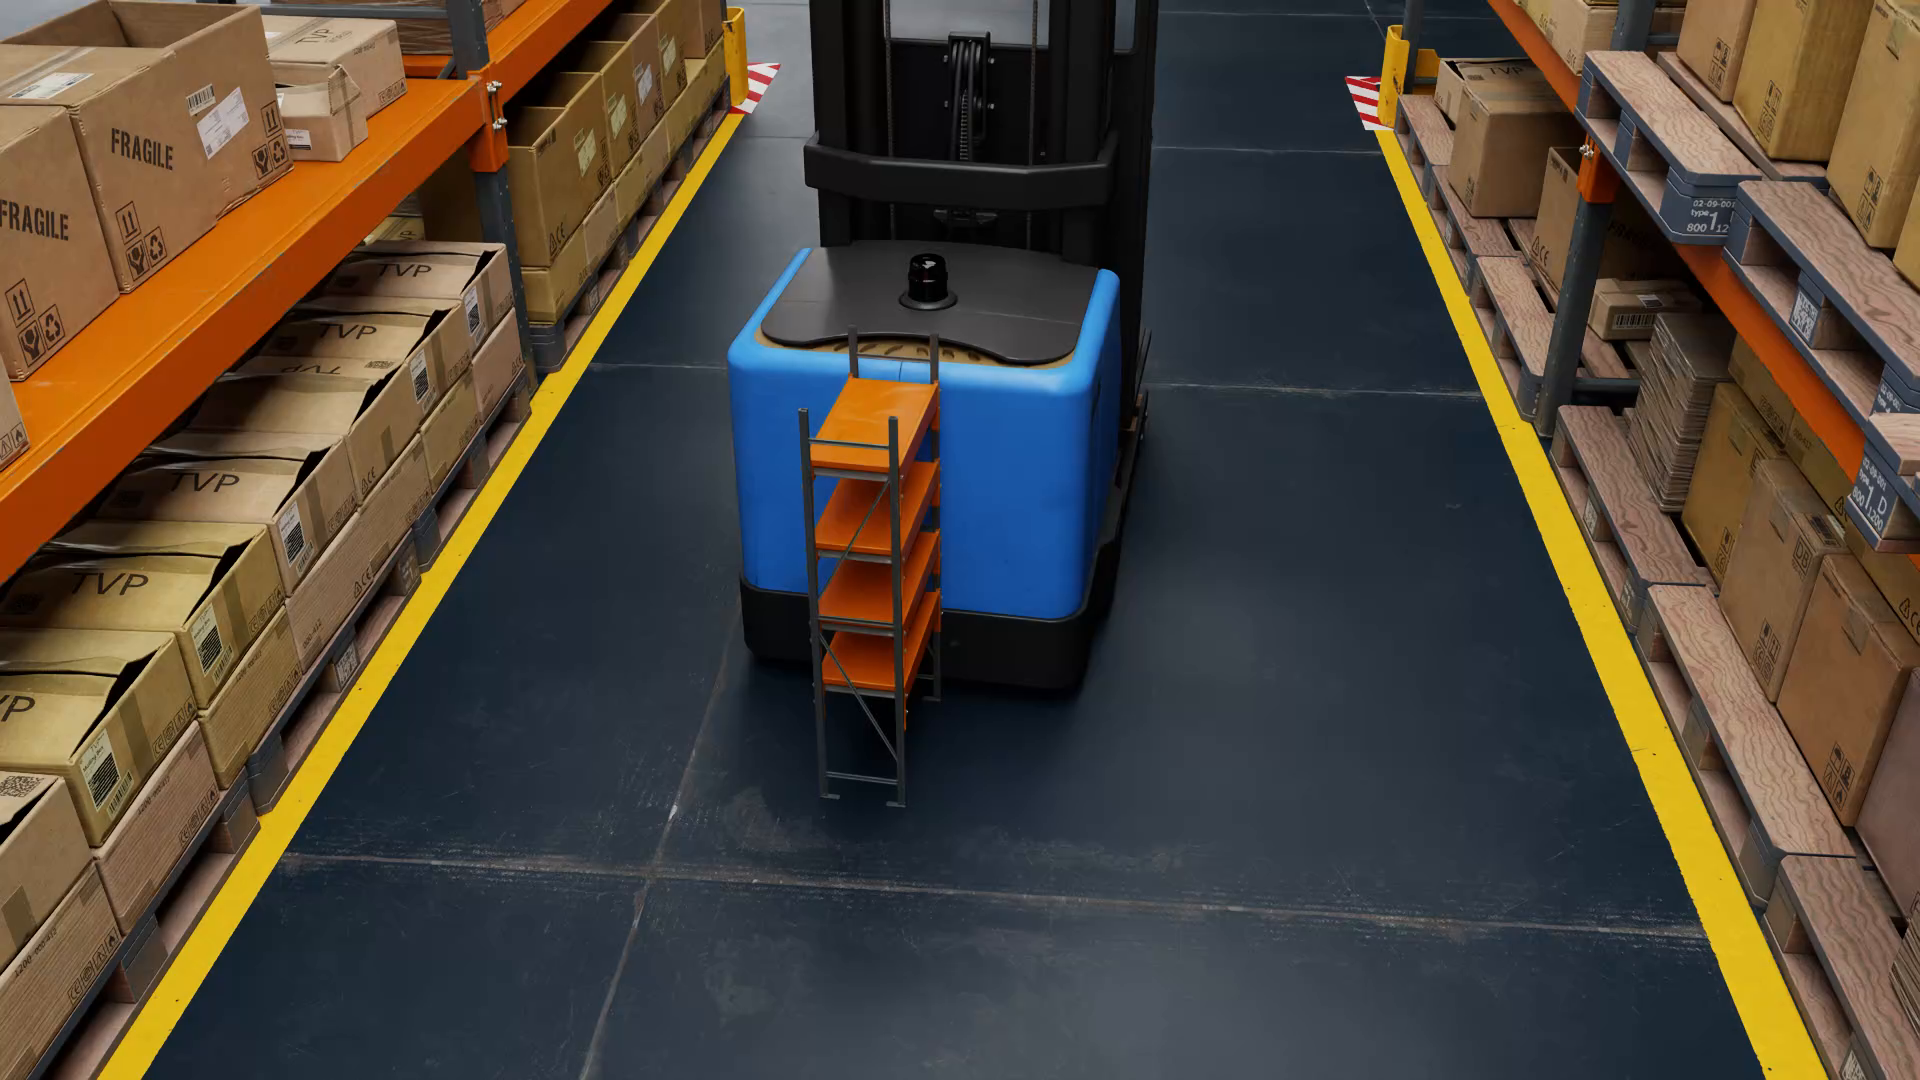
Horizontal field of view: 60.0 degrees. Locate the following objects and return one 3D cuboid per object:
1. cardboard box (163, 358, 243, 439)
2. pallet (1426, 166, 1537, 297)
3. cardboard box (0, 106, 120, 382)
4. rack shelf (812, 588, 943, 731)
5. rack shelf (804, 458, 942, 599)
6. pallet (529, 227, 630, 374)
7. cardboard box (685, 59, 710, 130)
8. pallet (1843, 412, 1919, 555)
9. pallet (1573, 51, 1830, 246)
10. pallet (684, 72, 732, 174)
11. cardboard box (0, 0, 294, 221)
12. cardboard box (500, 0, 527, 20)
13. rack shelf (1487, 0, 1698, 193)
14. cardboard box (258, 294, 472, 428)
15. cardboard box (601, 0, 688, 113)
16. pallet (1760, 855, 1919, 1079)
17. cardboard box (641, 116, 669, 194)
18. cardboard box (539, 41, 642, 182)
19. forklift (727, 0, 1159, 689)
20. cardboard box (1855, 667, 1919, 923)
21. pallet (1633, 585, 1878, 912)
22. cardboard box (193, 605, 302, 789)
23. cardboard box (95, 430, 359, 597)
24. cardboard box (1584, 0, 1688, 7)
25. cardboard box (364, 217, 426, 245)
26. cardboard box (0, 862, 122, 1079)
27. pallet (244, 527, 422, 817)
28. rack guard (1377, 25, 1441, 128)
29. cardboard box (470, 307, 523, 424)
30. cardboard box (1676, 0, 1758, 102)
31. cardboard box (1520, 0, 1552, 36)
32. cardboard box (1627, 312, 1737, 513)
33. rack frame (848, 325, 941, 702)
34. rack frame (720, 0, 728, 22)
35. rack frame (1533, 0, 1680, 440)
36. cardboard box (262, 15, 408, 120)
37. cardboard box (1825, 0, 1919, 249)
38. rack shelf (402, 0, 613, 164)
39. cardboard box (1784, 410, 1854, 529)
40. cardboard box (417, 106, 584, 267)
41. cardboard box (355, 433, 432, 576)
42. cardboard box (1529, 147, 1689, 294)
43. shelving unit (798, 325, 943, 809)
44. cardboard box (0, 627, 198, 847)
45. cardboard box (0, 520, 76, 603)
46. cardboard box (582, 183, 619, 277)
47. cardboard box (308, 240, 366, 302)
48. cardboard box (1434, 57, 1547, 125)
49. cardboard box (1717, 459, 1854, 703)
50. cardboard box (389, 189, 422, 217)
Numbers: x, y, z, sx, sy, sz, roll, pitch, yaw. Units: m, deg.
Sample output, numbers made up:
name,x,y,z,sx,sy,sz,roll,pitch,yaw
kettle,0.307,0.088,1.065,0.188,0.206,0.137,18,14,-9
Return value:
name,x,y,z,sx,sy,sz,roll,pitch,yaw
cardboard box,-2.581,-0.392,5.214,0.500,0.311,0.500,1,32,2
pallet,2.841,-1.479,7.948,1.003,0.211,1.213,2,32,4
cardboard box,-2.418,-0.712,3.951,0.500,0.500,0.500,1,32,1
rack shelf,-0.221,0.311,4.609,0.258,0.148,0.480,6,32,9
rack shelf,-0.221,-0.049,4.387,0.258,0.148,0.480,6,32,9
pallet,-2.106,-1.110,7.350,1.003,0.211,1.213,2,32,4
cardboard box,-1.665,-2.428,9.051,0.500,0.250,0.500,2,32,4
pallet,2.351,0.123,2.875,1.213,0.211,1.003,2,32,4
pallet,2.518,-1.198,5.018,1.003,0.211,1.213,2,32,4
pallet,-1.907,-2.386,9.420,1.003,0.211,1.213,2,32,4
cardboard box,-2.334,-1.249,4.823,0.500,0.500,0.500,5,32,8
cardboard box,-2.146,-2.434,6.745,0.700,0.500,0.500,2,32,3
rack shelf,2.888,-2.413,7.492,1.077,0.370,4.000,2,32,4
cardboard box,-1.996,-0.634,5.605,0.500,0.311,0.500,3,32,5
cardboard box,-1.701,-2.486,8.430,0.500,0.500,0.500,2,32,4
pallet,2.464,1.197,3.607,1.003,0.211,1.213,2,32,4
cardboard box,-1.746,-1.905,8.203,0.500,0.250,0.500,2,32,4
cardboard box,-1.782,-1.963,7.581,0.500,0.500,0.500,2,32,4
forklift,0.116,-1.570,5.504,1.130,2.935,3.031,6,32,9
cardboard box,2.564,0.652,3.796,0.700,0.500,0.500,2,32,4
pallet,2.566,0.560,4.639,1.003,0.211,1.213,2,32,4
cardboard box,-2.127,0.404,4.456,0.500,0.250,0.500,2,32,3
cardboard box,-2.083,-0.110,4.756,0.500,0.311,0.500,2,32,3
cardboard box,2.455,-2.198,5.866,0.500,0.500,0.500,2,32,4
cardboard box,-2.393,-1.143,6.966,0.500,0.250,0.500,2,32,4
cardboard box,-2.203,0.939,3.588,0.500,0.250,0.500,2,32,4
pallet,-2.330,0.331,5.012,1.003,0.211,1.213,2,32,4
rack guard,3.044,-2.661,9.592,1.175,0.500,0.348,2,32,4
cardboard box,-1.957,-0.662,6.186,0.500,0.250,0.500,2,32,4
cardboard box,2.650,-1.639,5.035,0.700,0.500,0.500,3,32,4
cardboard box,2.510,-2.139,6.486,0.500,0.250,0.500,3,32,4
cardboard box,2.682,-0.411,5.521,0.700,0.500,0.500,3,32,6
rack frame,-0.175,-0.041,4.674,0.240,1.200,0.015,6,32,9
rack frame,-1.887,-3.975,9.341,1.000,3.000,0.127,2,32,4
rack frame,2.725,-1.673,5.606,1.000,3.000,0.127,2,32,4
cardboard box,-2.209,-1.560,5.565,0.500,0.250,0.500,4,32,7
cardboard box,2.574,-1.001,4.001,0.700,0.500,0.500,7,32,11
rack shelf,-2.050,-2.623,7.832,1.077,0.370,4.000,2,32,4
cardboard box,2.611,-0.228,4.509,0.500,0.250,0.500,2,32,3
cardboard box,-1.863,-1.440,6.733,0.500,0.500,0.500,2,32,4
cardboard box,-2.042,-0.130,5.323,0.500,0.250,0.500,3,32,5
cardboard box,2.770,-1.341,7.030,0.500,0.500,0.500,0,32,0
shelving unit,-0.221,0.084,4.470,0.258,1.200,0.503,6,32,9
cardboard box,-2.169,0.425,3.887,0.500,0.311,0.500,2,32,3
cardboard box,-2.661,0.141,4.348,0.500,0.311,0.500,2,32,4
cardboard box,-1.827,-1.382,7.354,0.500,0.250,0.500,2,32,4
cardboard box,-2.495,-0.925,6.077,0.500,0.311,0.500,3,32,4
cardboard box,2.905,-2.450,9.010,0.500,0.311,0.500,-1,32,-2
cardboard box,2.608,0.126,4.649,0.700,0.500,0.500,3,32,5
cardboard box,-2.340,-1.723,7.193,0.500,0.500,0.500,2,32,4
